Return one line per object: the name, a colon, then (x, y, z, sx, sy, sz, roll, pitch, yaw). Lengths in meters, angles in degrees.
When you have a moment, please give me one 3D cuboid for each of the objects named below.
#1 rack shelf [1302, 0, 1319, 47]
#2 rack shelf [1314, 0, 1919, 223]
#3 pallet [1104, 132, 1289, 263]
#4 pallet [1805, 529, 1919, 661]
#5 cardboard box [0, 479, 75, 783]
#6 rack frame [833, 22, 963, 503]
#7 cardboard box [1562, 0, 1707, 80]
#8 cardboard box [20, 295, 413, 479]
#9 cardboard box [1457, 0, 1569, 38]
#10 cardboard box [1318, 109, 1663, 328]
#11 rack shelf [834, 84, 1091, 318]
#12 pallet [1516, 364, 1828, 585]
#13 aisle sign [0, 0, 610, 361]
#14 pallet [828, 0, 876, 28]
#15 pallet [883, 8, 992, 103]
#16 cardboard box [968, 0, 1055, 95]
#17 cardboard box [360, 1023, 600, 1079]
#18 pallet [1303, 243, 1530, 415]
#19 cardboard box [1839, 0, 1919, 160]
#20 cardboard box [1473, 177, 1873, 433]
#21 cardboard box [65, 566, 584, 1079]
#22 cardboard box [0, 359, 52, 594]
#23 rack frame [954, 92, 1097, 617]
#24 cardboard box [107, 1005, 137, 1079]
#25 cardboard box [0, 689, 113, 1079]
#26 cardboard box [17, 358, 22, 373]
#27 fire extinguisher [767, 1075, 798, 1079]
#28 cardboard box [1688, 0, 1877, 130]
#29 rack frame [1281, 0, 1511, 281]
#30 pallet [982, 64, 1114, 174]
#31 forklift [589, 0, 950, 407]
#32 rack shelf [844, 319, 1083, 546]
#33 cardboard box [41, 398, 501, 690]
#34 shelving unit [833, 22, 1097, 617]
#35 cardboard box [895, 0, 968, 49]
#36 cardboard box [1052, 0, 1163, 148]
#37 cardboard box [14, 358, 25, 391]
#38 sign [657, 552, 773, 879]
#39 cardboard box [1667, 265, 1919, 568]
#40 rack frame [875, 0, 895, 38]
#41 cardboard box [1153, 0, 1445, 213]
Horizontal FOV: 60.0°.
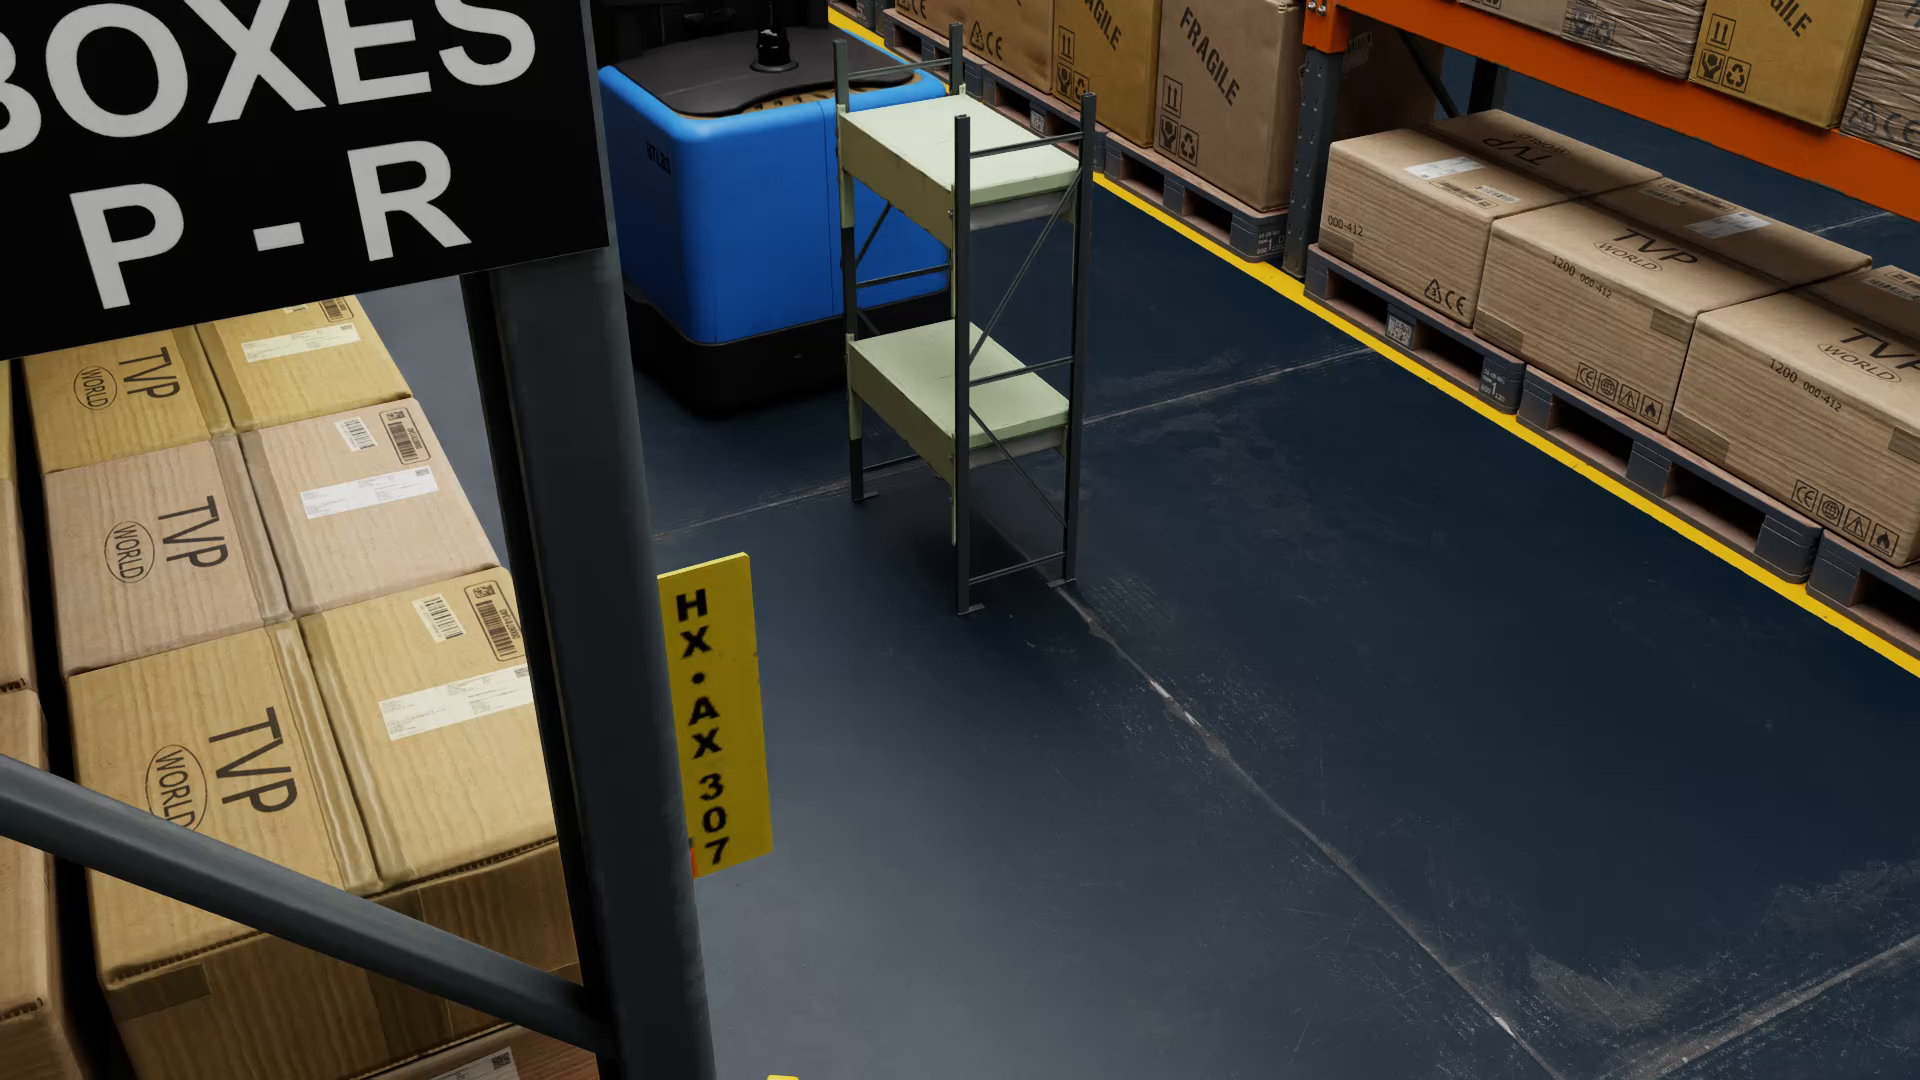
rack shelf: (0.896, -3.150, 8.053, 1.077, 0.370, 4.000, -16, 36, -23)
rack shelf: (2.761, -1.241, 5.073, 1.077, 0.370, 4.000, -16, 36, -23)
pallet: (1.402, -1.674, 7.666, 1.003, 0.211, 1.213, -16, 36, -23)
pallet: (3.251, 0.223, 4.707, 1.003, 0.211, 1.213, -16, 36, -23)
cardboard box: (-1.385, 0.200, 2.021, 0.500, 0.250, 0.500, -16, 36, -23)
rack frame: (-0.174, -0.809, 5.123, 0.400, 1.500, 0.023, -16, 36, -23)
cardboard box: (2.273, -1.771, 5.140, 0.500, 0.500, 0.500, -16, 36, -23)
cardboard box: (-1.144, -0.167, 2.594, 0.500, 0.250, 0.500, -17, 36, -24)
cardboard box: (2.046, -2.009, 5.513, 0.500, 0.500, 0.500, -16, 36, -23)
cardboard box: (2.026, -1.270, 6.437, 0.875, 0.438, 0.875, -16, 36, -24)
rack shelf: (-0.003, -0.963, 4.640, 0.431, 0.370, 0.720, -16, 36, -23)
pallet: (2.686, -0.359, 5.614, 1.003, 0.211, 1.213, -16, 36, -23)
aisle sign: (-0.405, -0.475, 0.801, 0.394, 0.787, 0.004, -16, 36, -23)
pallet: (-0.400, -3.606, 10.684, 1.003, 0.211, 1.213, -16, 36, -23)
pallet: (0.264, -2.838, 9.484, 1.003, 0.211, 1.213, -16, 36, -23)
cardboard box: (0.624, -2.912, 8.595, 0.875, 0.875, 0.875, -15, 36, -23)
cardboard box: (-0.607, 0.541, 1.858, 0.380, 0.149, 0.250, -16, 36, -23)
pallet: (2.114, -0.942, 6.524, 1.003, 0.211, 1.213, -16, 36, -23)
cardboard box: (2.765, -1.281, 4.377, 0.500, 0.500, 0.500, -15, 36, -22)
cardboard box: (2.444, -0.843, 5.770, 0.875, 0.438, 0.875, -17, 36, -24)
cardboard box: (-0.669, 0.314, 1.842, 0.500, 0.250, 0.500, -16, 36, -23)
cardboard box: (-1.611, -0.038, 2.392, 0.500, 0.250, 0.500, -15, 35, -22)
rack frame: (0.168, -0.460, 4.578, 0.400, 1.500, 0.023, -16, 36, -23)
cardboard box: (-1.152, 0.539, 1.860, 0.380, 0.149, 0.250, -15, 35, -22)
cardboard box: (-1.145, 0.446, 1.637, 0.500, 0.250, 0.500, -15, 36, -22)
cardboard box: (-1.401, -0.406, 2.966, 0.500, 0.250, 0.500, -17, 36, -24)
fire extinguisher: (-0.219, 0.804, 1.631, 0.296, 0.674, 0.183, -16, 36, -23)
cardboard box: (2.513, -1.525, 4.757, 0.500, 0.500, 0.500, -15, 35, -22)
rack frame: (1.828, -2.498, 6.369, 1.000, 3.000, 0.127, -16, 36, -23)
pallet: (0.829, -2.256, 8.576, 1.003, 0.211, 1.213, -16, 36, -23)
forklift: (-1.204, -2.469, 6.387, 1.130, 2.935, 3.031, -17, 37, -25)
rack shelf: (-0.003, -0.360, 5.026, 0.431, 0.370, 0.720, -16, 36, -23)
cardboard box: (-0.905, 0.074, 2.217, 0.500, 0.250, 0.500, -15, 36, -23)
shelving unit: (-0.003, -0.635, 4.850, 0.431, 1.500, 0.755, -16, 36, -23)
cardboard box: (0.212, -3.339, 9.261, 0.875, 0.875, 0.875, -16, 36, -24)
cardboard box: (1.040, -2.485, 7.929, 0.875, 0.875, 0.875, -15, 36, -22)
cardboard box: (-1.855, -0.288, 2.782, 0.500, 0.250, 0.500, -16, 36, -23)
sign: (-0.216, 0.160, 1.418, 0.100, 0.325, 0.005, -16, 36, -23)
cardboard box: (2.863, -0.412, 5.098, 0.875, 0.438, 0.875, -15, 36, -22)
rack frame: (-0.037, -4.407, 9.349, 1.000, 3.000, 0.127, -16, 36, -23)
cardboard box: (1.468, -2.056, 7.259, 0.875, 0.875, 0.875, -15, 35, -22)
